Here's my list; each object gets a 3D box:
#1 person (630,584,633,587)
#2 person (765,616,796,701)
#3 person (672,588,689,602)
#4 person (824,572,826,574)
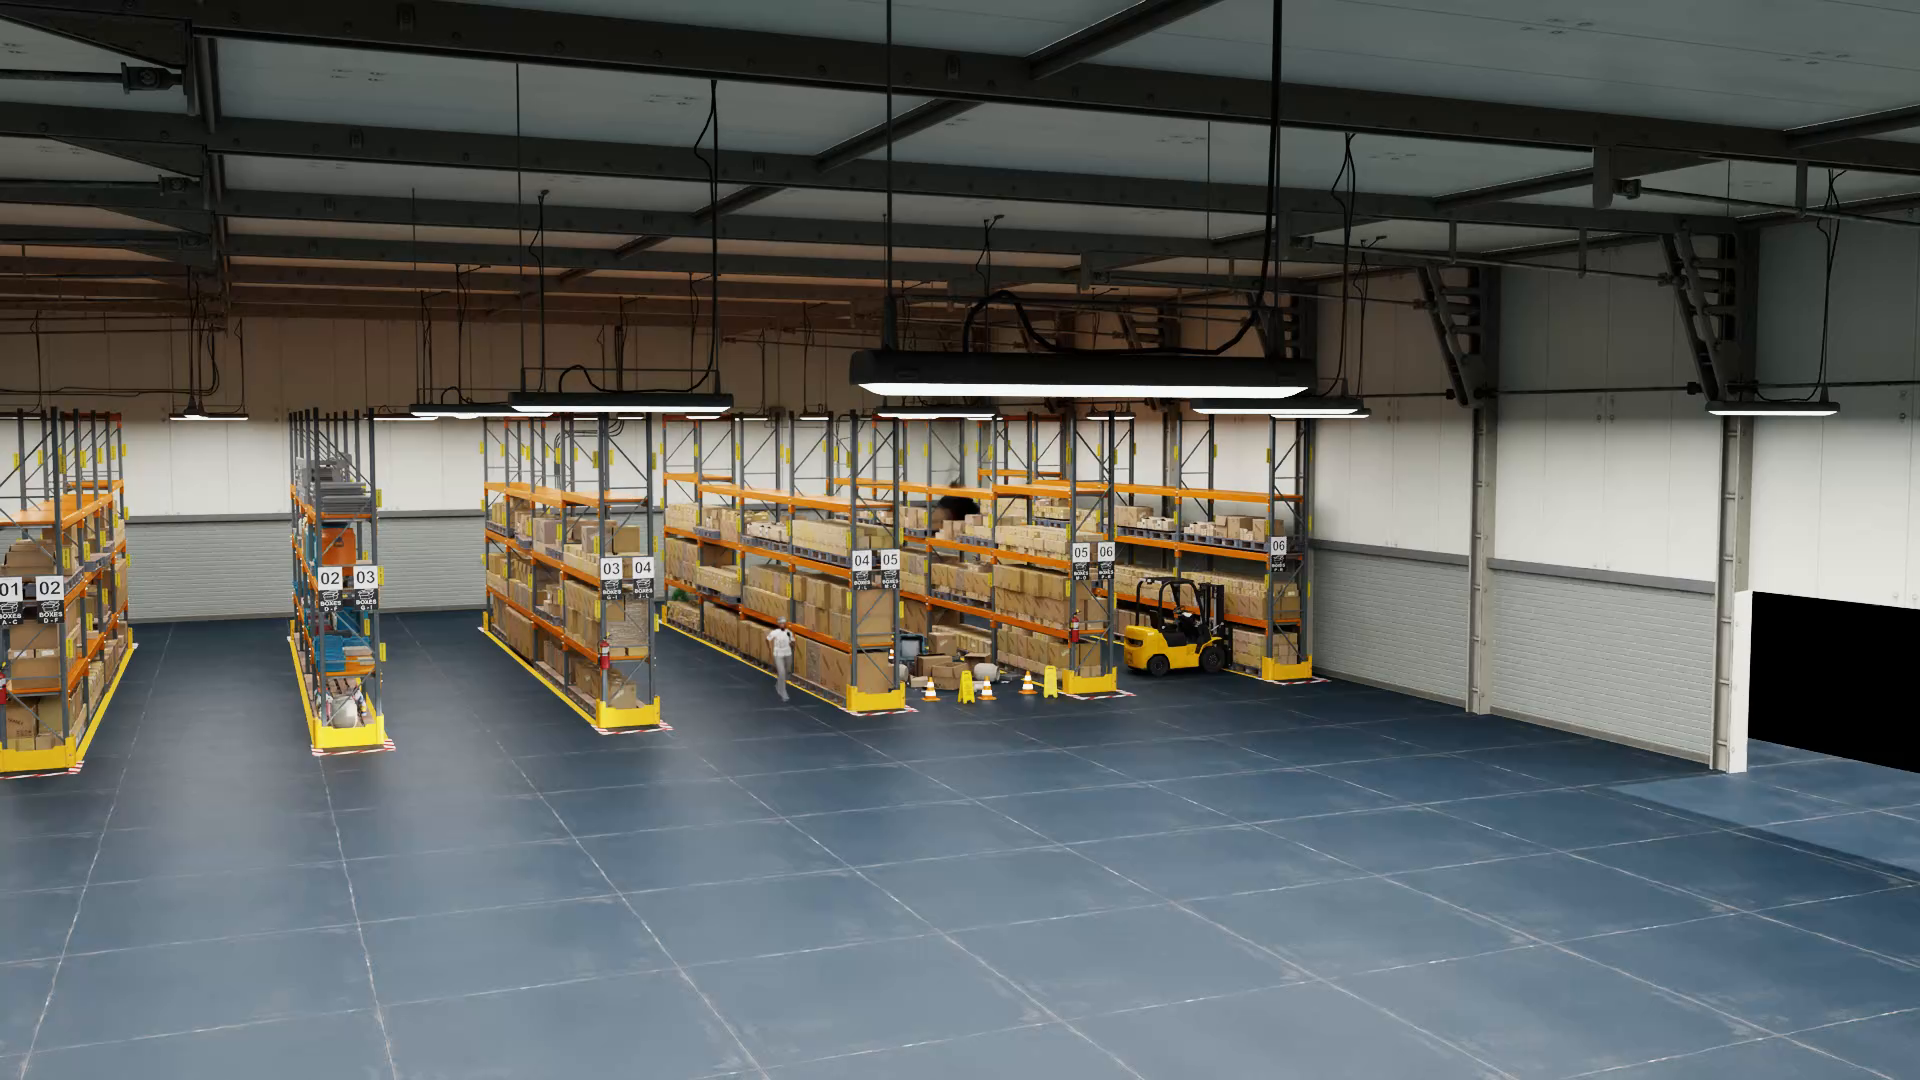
[{"bbox_3d":[-9.782,1.538,47.464,0.733,1.721,0.838,2,5,30],"label":"person"},{"bbox_3d":[-3.704,2.437,34.590,0.562,1.721,0.885,-2,5,-32],"label":"person"},{"bbox_3d":[-8.270,1.385,49.313,0.895,1.808,0.669,-1,4,-19],"label":"person"},{"bbox_3d":[-4.061,1.359,51.322,0.503,1.537,0.596,-1,4,-13],"label":"person"}]
